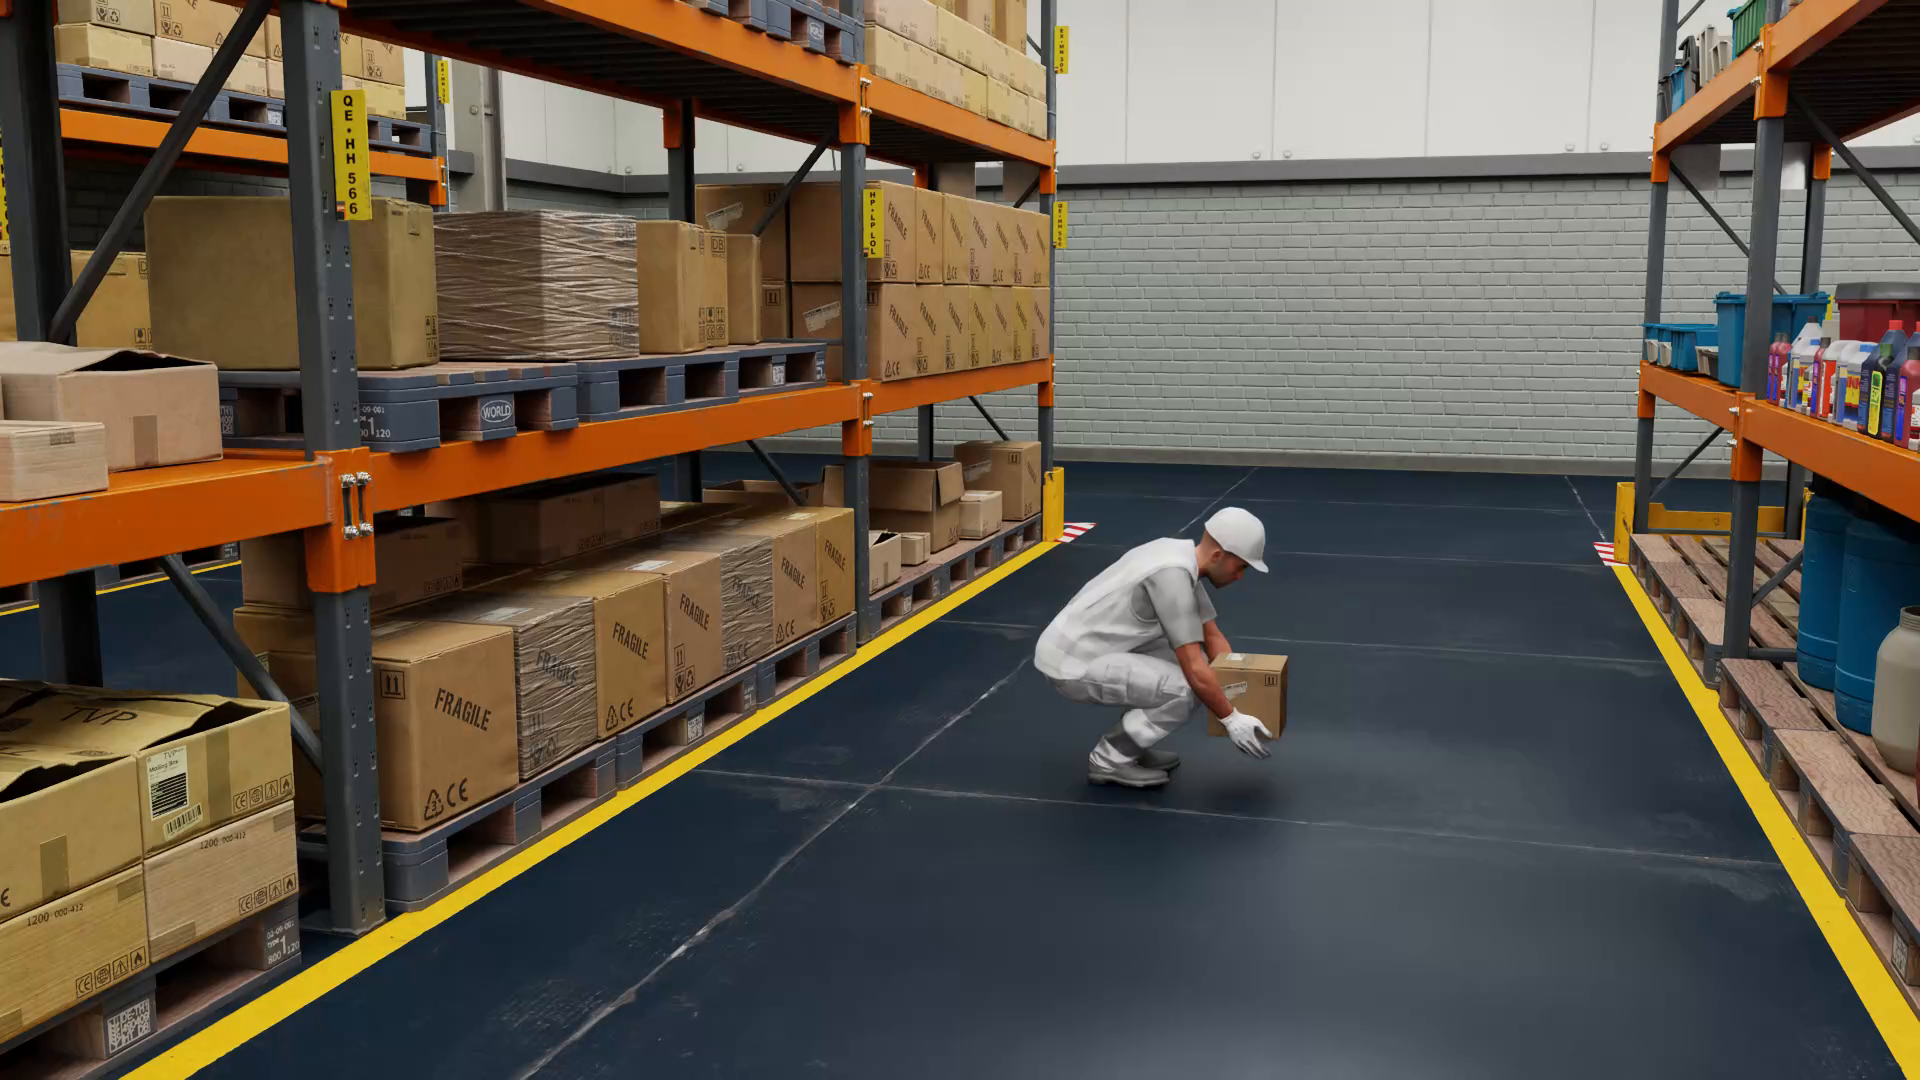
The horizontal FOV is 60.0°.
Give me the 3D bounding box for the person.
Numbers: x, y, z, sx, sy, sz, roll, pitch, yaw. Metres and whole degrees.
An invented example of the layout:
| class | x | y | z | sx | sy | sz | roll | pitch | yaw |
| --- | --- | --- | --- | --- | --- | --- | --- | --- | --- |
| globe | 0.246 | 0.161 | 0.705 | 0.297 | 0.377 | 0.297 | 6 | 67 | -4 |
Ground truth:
| class | x | y | z | sx | sy | sz | roll | pitch | yaw |
| --- | --- | --- | --- | --- | --- | --- | --- | --- | --- |
| person | 0.711 | 0.372 | 5.981 | 0.865 | 0.993 | 0.562 | 2 | 9 | 16 |
